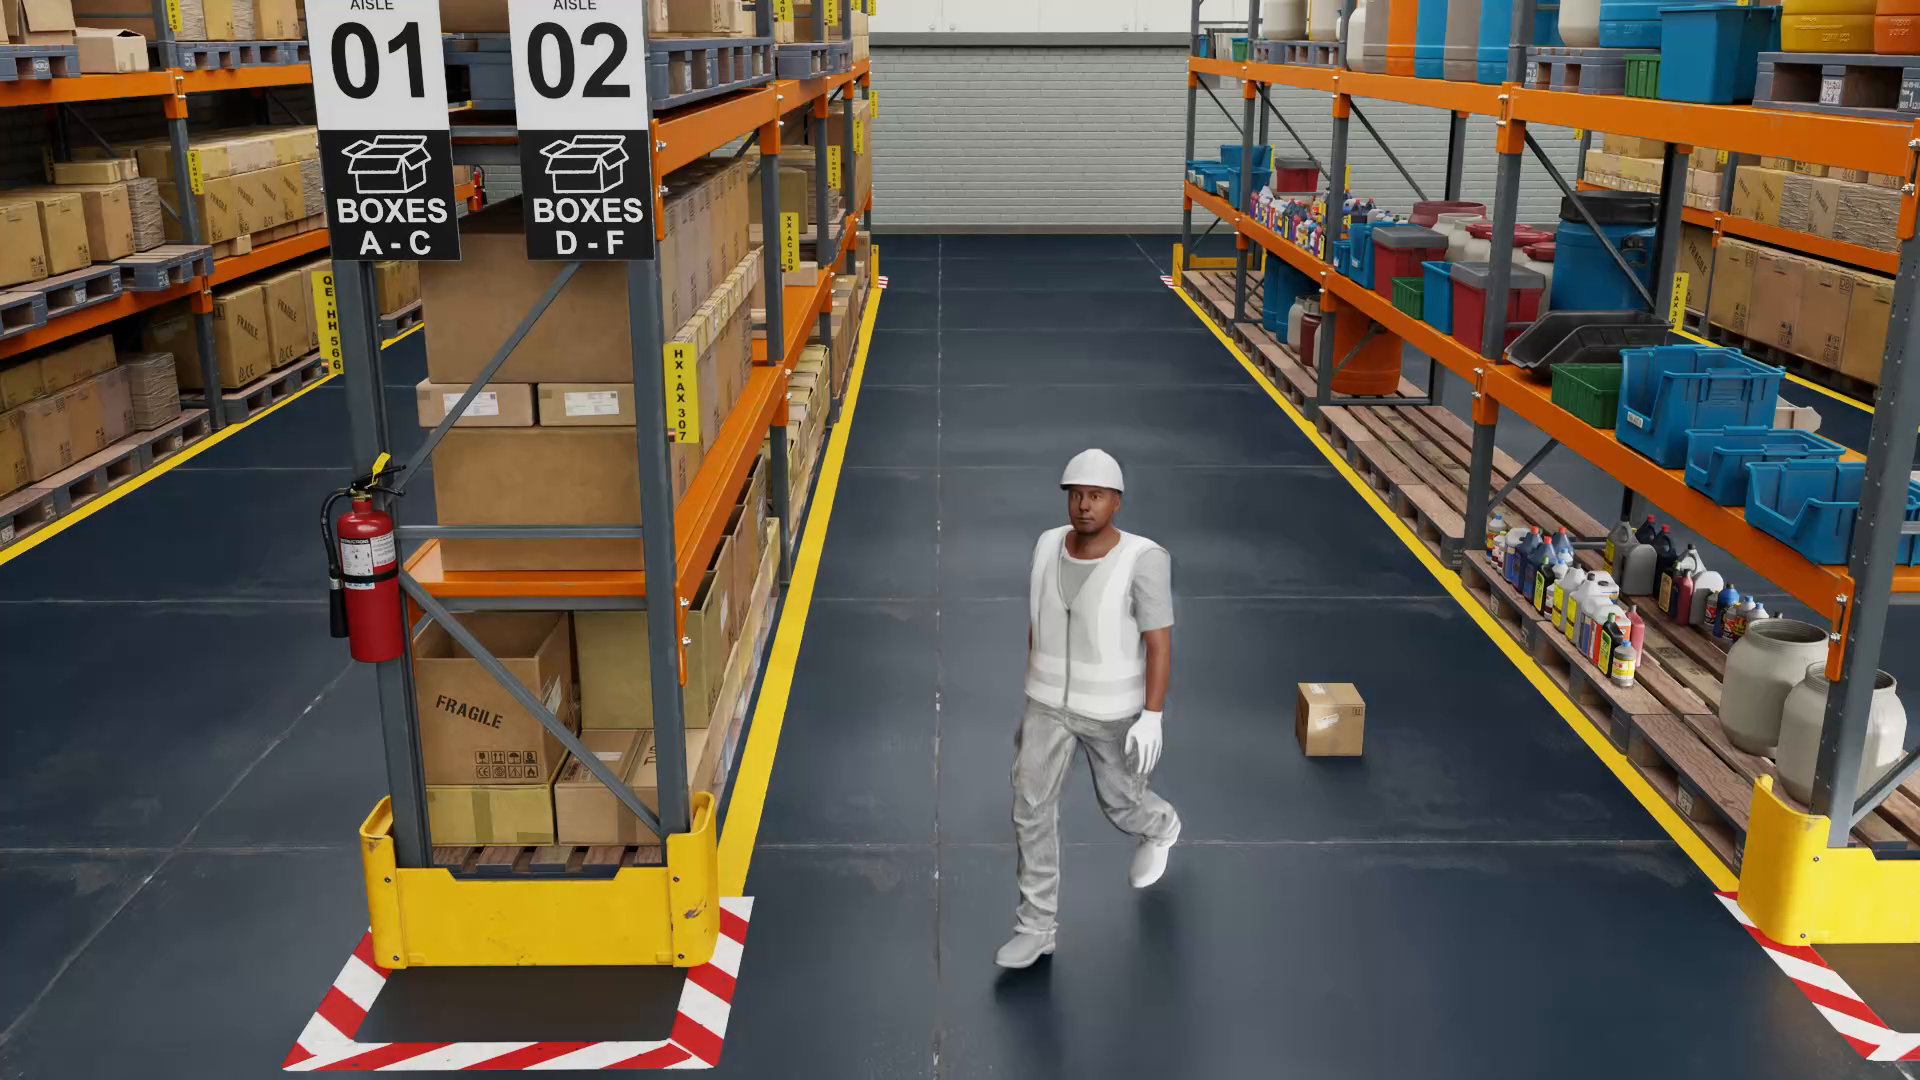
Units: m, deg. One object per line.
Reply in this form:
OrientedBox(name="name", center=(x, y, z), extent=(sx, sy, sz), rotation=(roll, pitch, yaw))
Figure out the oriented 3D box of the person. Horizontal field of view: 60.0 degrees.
OrientedBox(name="person", center=(0.459, 0.547, 5.717), extent=(0.587, 1.745, 0.976), rotation=(9, 19, 27))
